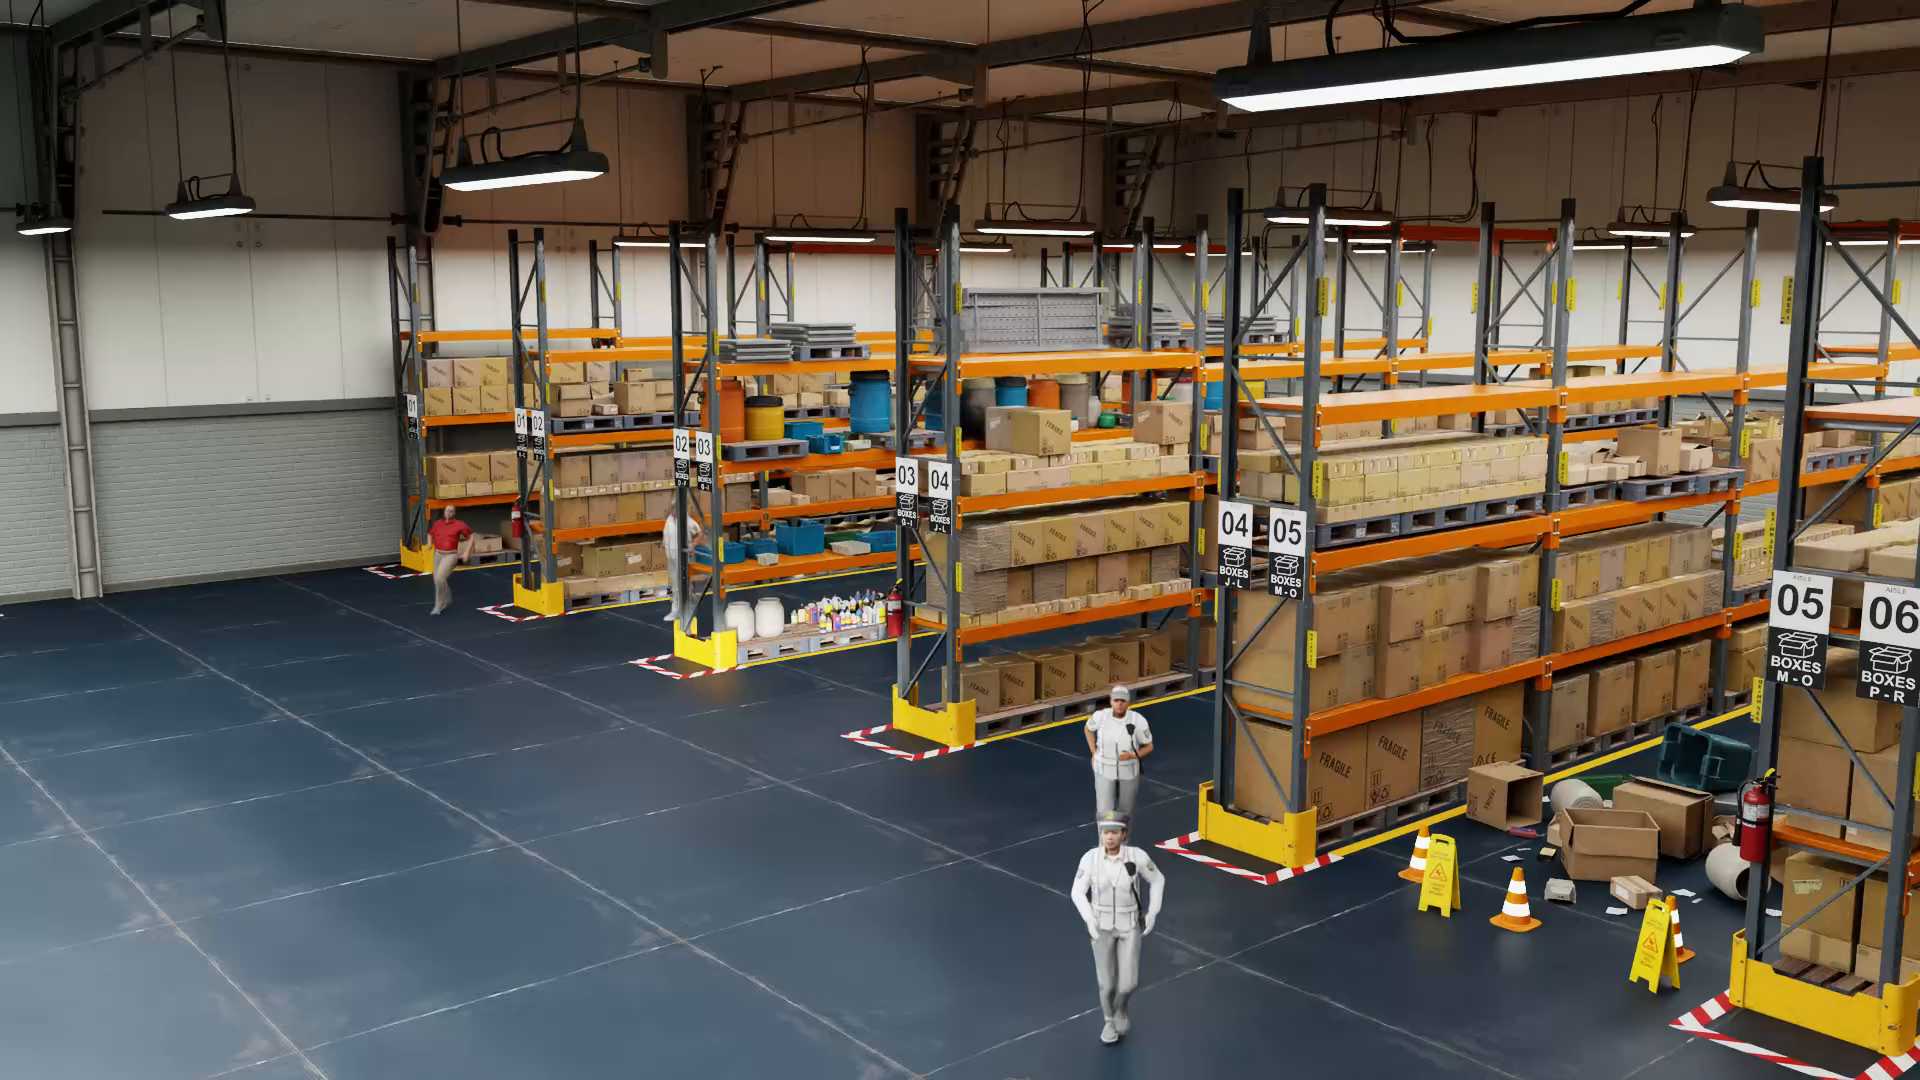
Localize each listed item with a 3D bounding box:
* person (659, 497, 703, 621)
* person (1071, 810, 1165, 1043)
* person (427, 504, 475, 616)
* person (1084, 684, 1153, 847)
[{"bbox_3d":[-4.115,0.260,24.510,0.689,1.819,0.745,7,11,38],"label":"person"},{"bbox_3d":[1.041,2.635,11.282,0.592,1.659,0.524,1,9,9],"label":"person"},{"bbox_3d":[-8.138,0.313,26.312,0.707,1.745,0.717,3,9,20],"label":"person"},{"bbox_3d":[1.398,2.104,14.705,0.608,1.721,0.735,1,9,5],"label":"person"}]
